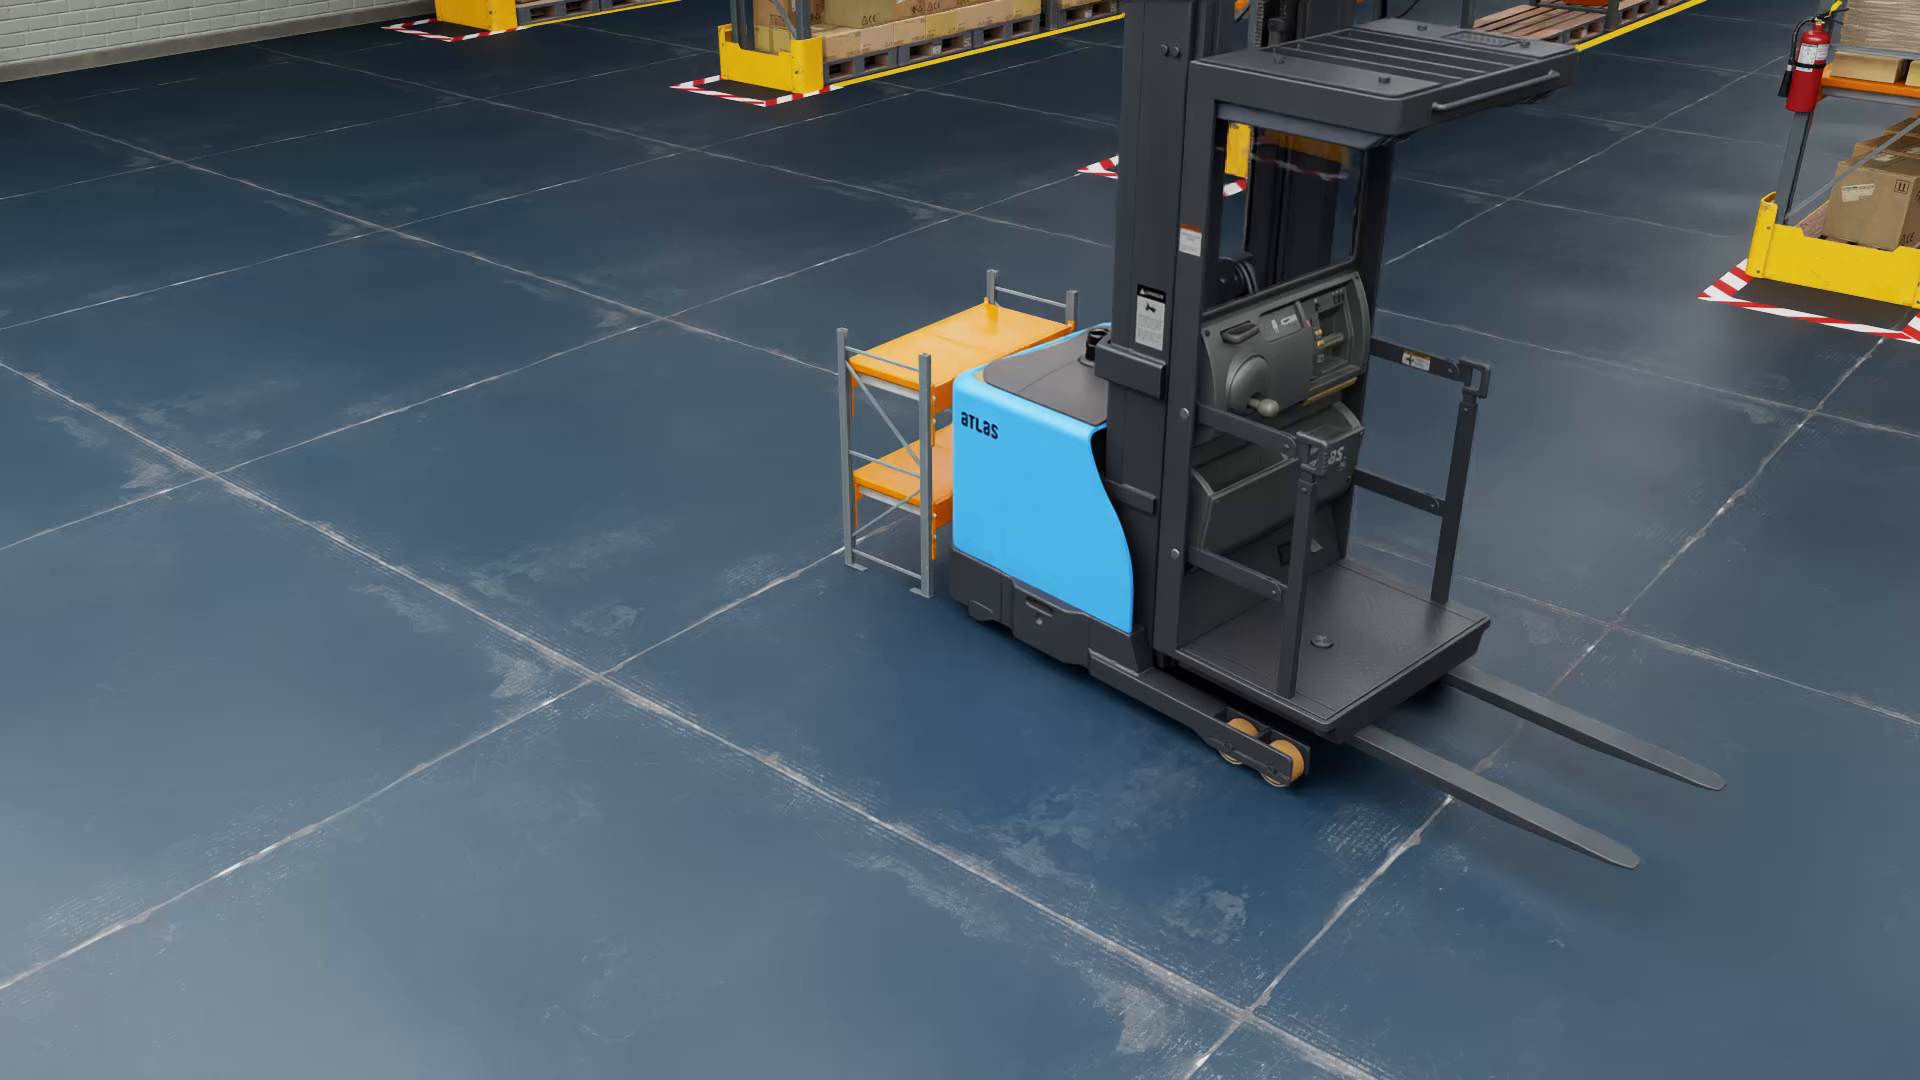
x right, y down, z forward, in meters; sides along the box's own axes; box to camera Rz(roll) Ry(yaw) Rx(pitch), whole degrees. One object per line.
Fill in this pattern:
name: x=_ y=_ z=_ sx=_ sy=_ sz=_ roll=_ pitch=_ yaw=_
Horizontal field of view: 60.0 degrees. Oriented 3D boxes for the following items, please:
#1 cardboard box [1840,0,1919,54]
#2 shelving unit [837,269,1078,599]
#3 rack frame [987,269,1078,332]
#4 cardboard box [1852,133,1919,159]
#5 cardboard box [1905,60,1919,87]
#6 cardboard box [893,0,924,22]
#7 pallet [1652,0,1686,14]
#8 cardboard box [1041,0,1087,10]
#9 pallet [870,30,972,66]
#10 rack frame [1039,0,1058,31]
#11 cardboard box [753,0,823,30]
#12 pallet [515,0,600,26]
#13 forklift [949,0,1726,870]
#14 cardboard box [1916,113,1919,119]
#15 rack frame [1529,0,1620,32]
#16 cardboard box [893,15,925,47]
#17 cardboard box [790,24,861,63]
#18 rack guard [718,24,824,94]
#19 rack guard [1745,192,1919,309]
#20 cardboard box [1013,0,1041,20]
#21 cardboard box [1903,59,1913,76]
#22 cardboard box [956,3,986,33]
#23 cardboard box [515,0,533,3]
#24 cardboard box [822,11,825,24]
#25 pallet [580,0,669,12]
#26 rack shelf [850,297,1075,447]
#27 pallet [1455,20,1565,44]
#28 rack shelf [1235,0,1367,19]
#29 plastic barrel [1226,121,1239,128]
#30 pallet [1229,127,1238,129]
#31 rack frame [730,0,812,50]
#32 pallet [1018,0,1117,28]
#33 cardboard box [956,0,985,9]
cardboard box: x=6.157 y=-3.350 z=10.528 sx=0.875 sy=0.500 sz=0.500 roll=21 pitch=34 yaw=34
shelving unit: x=0.004 y=-0.502 z=7.496 sx=0.538 sy=1.125 sz=1.048 roll=21 pitch=34 yaw=34
rack frame: x=0.328 y=-0.682 z=7.845 sx=0.500 sy=1.125 sz=0.032 roll=21 pitch=34 yaw=34
cardboard box: x=6.550 y=-2.501 z=11.583 sx=0.500 sy=0.500 sz=0.500 roll=-18 pitch=32 yaw=-31
cardboard box: x=6.151 y=-2.906 z=10.376 sx=0.380 sy=0.149 sz=0.250 roll=21 pitch=34 yaw=34
cardboard box: x=-0.718 y=-5.665 z=17.155 sx=0.500 sy=0.500 sz=0.500 roll=21 pitch=34 yaw=34
pallet: x=8.298 y=-6.754 z=20.576 sx=1.003 sy=0.211 sz=1.213 roll=21 pitch=34 yaw=34
cardboard box: x=1.136 y=-6.337 z=19.270 sx=0.500 sy=0.250 sz=0.500 roll=20 pitch=33 yaw=33
pallet: x=-0.625 y=-5.358 z=17.878 sx=1.003 sy=0.211 sz=1.213 roll=21 pitch=34 yaw=34
rack frame: x=0.689 y=-7.301 z=18.598 sx=1.000 sy=3.000 sz=0.127 roll=21 pitch=34 yaw=34
cardboard box: x=-1.744 y=-5.458 z=16.755 sx=0.500 sy=0.500 sz=0.500 roll=21 pitch=34 yaw=34
pallet: x=-5.088 y=-6.395 z=19.882 sx=1.003 sy=0.211 sz=1.213 roll=21 pitch=34 yaw=34
forklift: x=1.331 y=-0.675 z=5.866 sx=1.130 sy=2.935 sz=3.031 roll=-23 pitch=35 yaw=-38
cardboard box: x=7.352 y=-2.902 z=12.359 sx=0.500 sy=0.500 sz=0.500 roll=17 pitch=32 yaw=30
rack frame: x=7.053 y=-7.270 z=18.539 sx=1.000 sy=3.000 sz=0.127 roll=21 pitch=34 yaw=34
cardboard box: x=-0.709 y=-5.328 z=17.321 sx=0.500 sy=0.250 sz=0.500 roll=21 pitch=34 yaw=34
cardboard box: x=-1.343 y=-4.973 z=16.634 sx=0.500 sy=0.250 sz=0.500 roll=21 pitch=34 yaw=34
rack guard: x=-1.871 y=-4.764 z=16.415 sx=1.175 sy=0.500 sz=0.348 roll=21 pitch=34 yaw=34
rack guard: x=5.834 y=-1.903 z=10.884 sx=1.175 sy=0.500 sz=0.348 roll=21 pitch=34 yaw=34
cardboard box: x=0.562 y=-6.038 z=18.692 sx=0.500 sy=0.250 sz=0.500 roll=21 pitch=34 yaw=34
cardboard box: x=5.968 y=-3.124 z=10.798 sx=0.380 sy=0.149 sz=0.250 roll=21 pitch=34 yaw=34
cardboard box: x=-0.070 y=-5.682 z=18.004 sx=0.500 sy=0.250 sz=0.500 roll=21 pitch=34 yaw=34
cardboard box: x=-5.171 y=-6.549 z=19.593 sx=0.500 sy=0.311 sz=0.500 roll=17 pitch=32 yaw=29
cardboard box: x=-1.434 y=-5.305 z=17.276 sx=0.500 sy=0.250 sz=0.500 roll=21 pitch=34 yaw=34
pallet: x=-4.312 y=-6.826 z=20.715 sx=1.003 sy=0.211 sz=1.213 roll=21 pitch=34 yaw=34
rack shelf: x=0.004 y=-0.762 z=7.362 sx=0.538 sy=0.278 sz=1.000 roll=21 pitch=34 yaw=34
pallet: x=5.754 y=-5.338 z=17.838 sx=1.003 sy=0.211 sz=1.213 roll=21 pitch=34 yaw=34
rack shelf: x=3.236 y=-4.823 z=14.592 sx=1.077 sy=0.370 sz=4.000 roll=21 pitch=34 yaw=34
plastic barrel: x=2.324 y=-3.771 z=14.025 sx=0.421 sy=0.512 sz=0.421 roll=0 pitch=27 yaw=0
pallet: x=2.497 y=-3.522 z=14.329 sx=1.003 sy=0.211 sz=1.213 roll=21 pitch=34 yaw=34
rack frame: x=-1.856 y=-5.883 z=15.857 sx=1.000 sy=3.000 sz=0.127 roll=21 pitch=34 yaw=34
pallet: x=1.127 y=-6.335 z=19.766 sx=1.003 sy=0.211 sz=1.213 roll=21 pitch=34 yaw=34
cardboard box: x=-0.080 y=-6.019 z=17.839 sx=0.500 sy=0.500 sz=0.500 roll=21 pitch=34 yaw=34
